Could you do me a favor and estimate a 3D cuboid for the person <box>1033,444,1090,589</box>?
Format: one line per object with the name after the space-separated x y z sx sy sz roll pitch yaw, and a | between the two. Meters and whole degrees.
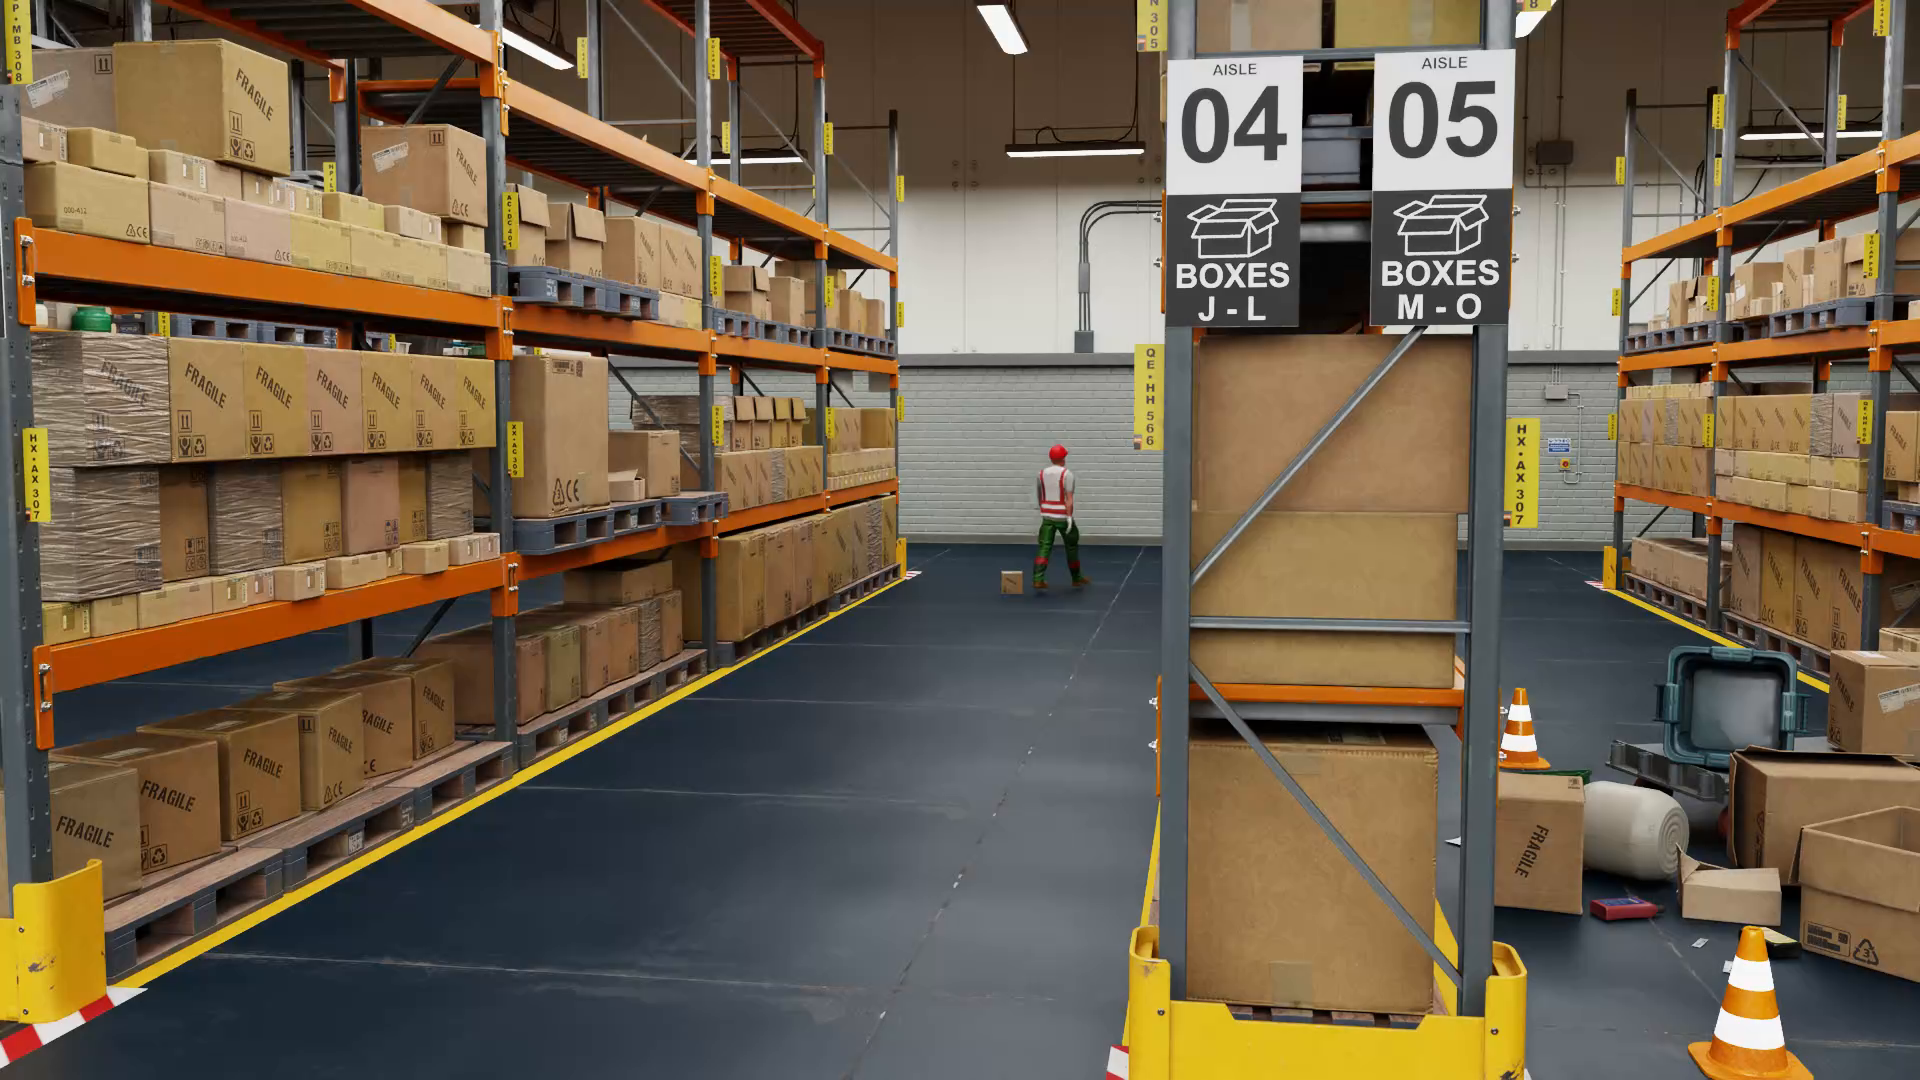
1.193 -0.285 20.035 0.549 1.732 1.066 2 5 29 | person
